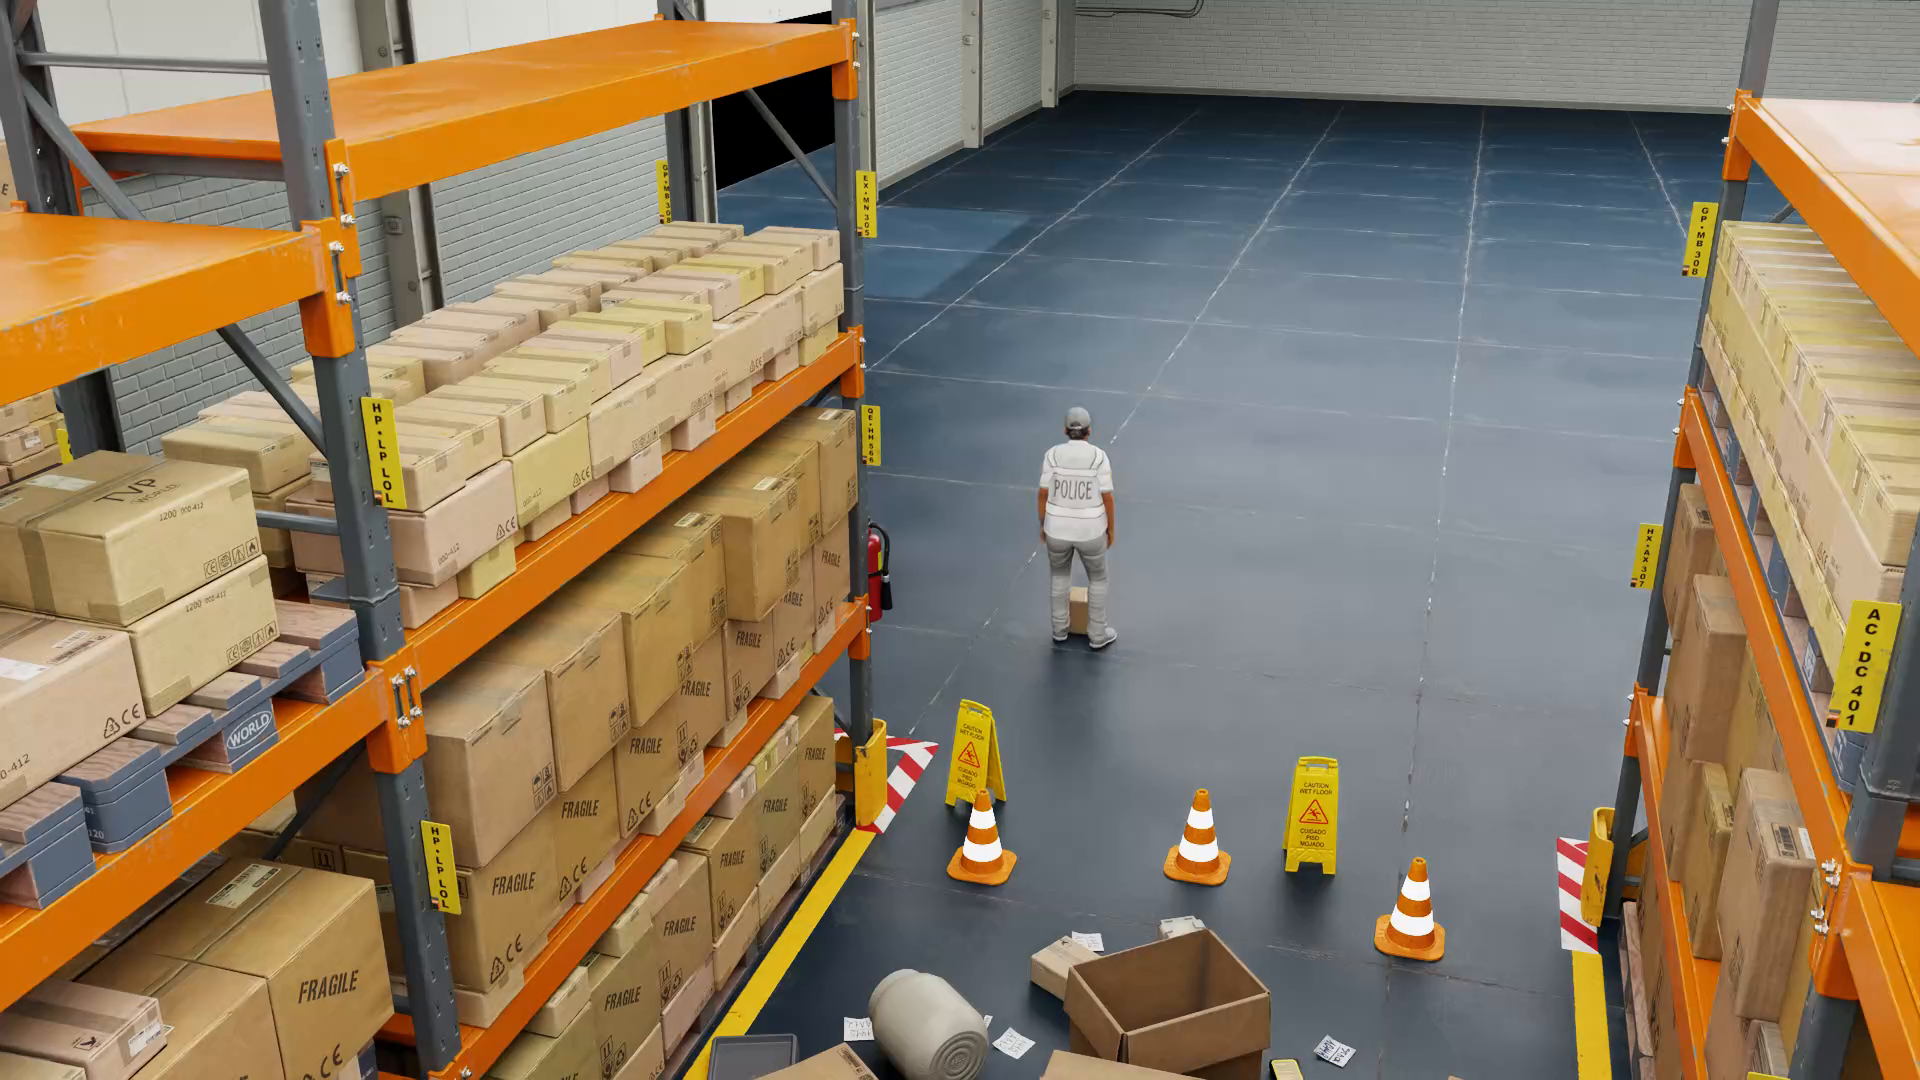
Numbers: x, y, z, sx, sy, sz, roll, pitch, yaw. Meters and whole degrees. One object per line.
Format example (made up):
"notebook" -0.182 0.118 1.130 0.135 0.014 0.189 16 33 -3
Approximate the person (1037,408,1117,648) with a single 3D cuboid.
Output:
"person" 0.803 -0.078 11.275 0.552 1.664 0.468 5 23 13
